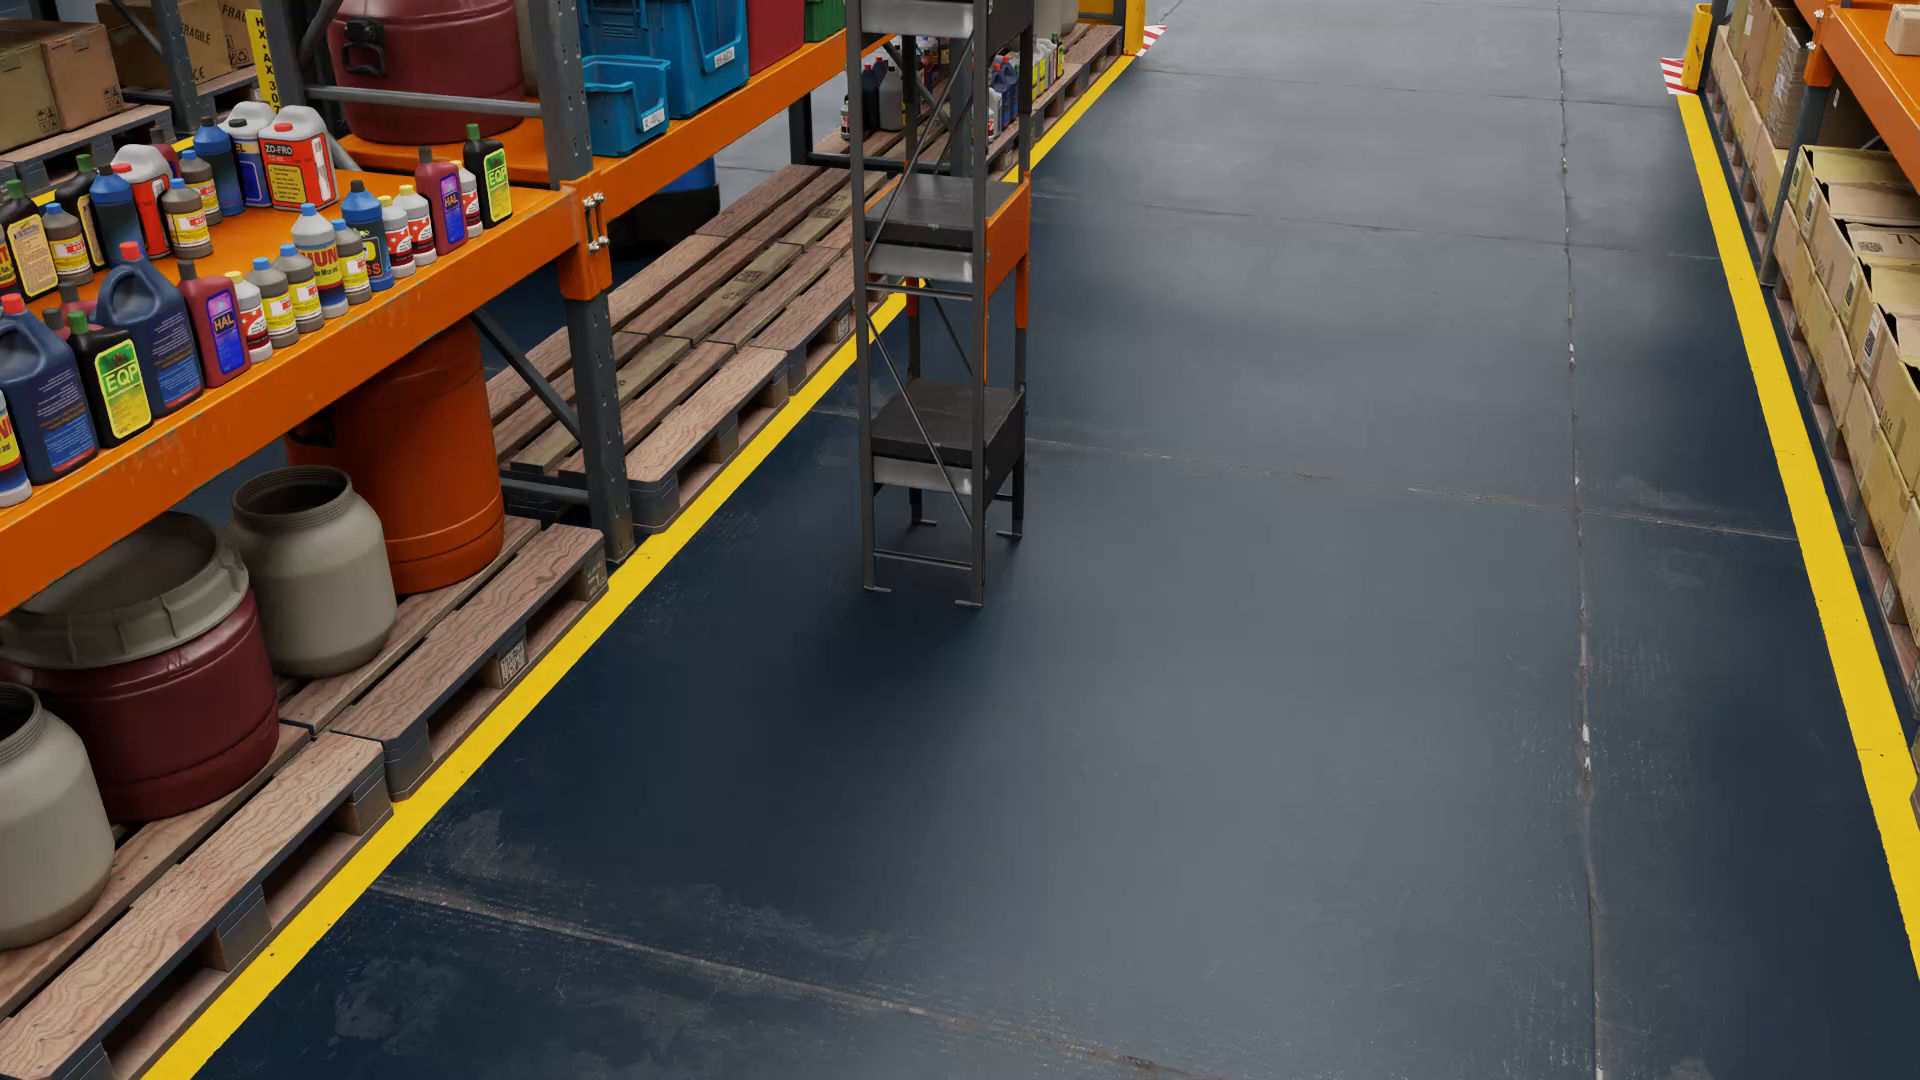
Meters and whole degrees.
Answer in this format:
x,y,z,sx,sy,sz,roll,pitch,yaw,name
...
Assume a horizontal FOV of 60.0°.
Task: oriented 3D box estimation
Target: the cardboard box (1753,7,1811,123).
x,y,z,sx,sy,sz,roll,pitch,yaw,name
4.532,-2.491,8.768,0.500,0.500,0.500,8,30,15,cardboard box

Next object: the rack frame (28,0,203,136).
x,y,z,sx,sy,sz,roll,pitch,yaw,name
-5.165,-3.887,9.651,1.000,3.000,0.127,8,30,15,rack frame

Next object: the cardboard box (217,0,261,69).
x,y,z,sx,sy,sz,roll,pitch,yaw,name
-4.849,-3.425,10.961,0.500,0.500,0.500,19,34,30,cardboard box

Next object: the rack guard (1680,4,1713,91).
x,y,z,sx,sy,sz,roll,pitch,yaw,name
5.485,-3.249,11.076,1.175,0.500,0.348,8,30,15,rack guard

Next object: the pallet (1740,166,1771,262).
x,y,z,sx,sy,sz,roll,pitch,yaw,name
4.577,-1.616,8.438,1.003,0.211,1.213,8,30,15,pallet

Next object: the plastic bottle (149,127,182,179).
x,y,z,sx,sy,sz,roll,pitch,yaw,name
-2.181,-0.969,4.526,0.061,0.283,0.133,8,30,15,plastic bottle

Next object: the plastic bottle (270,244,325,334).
x,y,z,sx,sy,sz,roll,pitch,yaw,name
-1.578,-0.601,3.949,0.097,0.201,0.097,0,29,0,plastic bottle

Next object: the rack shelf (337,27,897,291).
x,y,z,sx,sy,sz,roll,pitch,yaw,name
-1.018,-1.936,6.885,1.077,0.370,4.000,8,30,15,rack shelf

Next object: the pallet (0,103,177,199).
x,y,z,sx,sy,sz,roll,pitch,yaw,name
-5.393,-2.306,9.678,1.003,0.211,1.213,8,30,15,pallet

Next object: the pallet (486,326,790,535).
x,y,z,sx,sy,sz,roll,pitch,yaw,name
-1.340,-0.457,6.354,1.003,0.211,1.213,8,30,15,pallet

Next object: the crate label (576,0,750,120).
x,y,z,sx,sy,sz,roll,pitch,yaw,name
-1.055,-1.760,5.791,0.502,0.435,0.616,8,30,15,crate label

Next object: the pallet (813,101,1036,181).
x,y,z,sx,sy,sz,roll,pitch,yaw,name
-0.194,-2.268,9.609,1.003,0.211,1.213,8,30,15,pallet

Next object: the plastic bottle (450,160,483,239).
x,y,z,sx,sy,sz,roll,pitch,yaw,name
-1.367,-0.934,4.548,0.097,0.201,0.097,0,29,0,plastic bottle

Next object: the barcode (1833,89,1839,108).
x,y,z,sx,sy,sz,roll,pitch,yaw,name
3.830,-1.932,7.268,0.001,0.075,0.075,8,30,15,barcode

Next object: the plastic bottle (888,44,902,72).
x,y,z,sx,sy,sz,roll,pitch,yaw,name
-0.366,-2.794,9.960,0.144,0.351,0.185,8,30,15,plastic bottle

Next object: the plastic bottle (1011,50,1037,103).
x,y,z,sx,sy,sz,roll,pitch,yaw,name
0.383,-2.816,9.998,0.144,0.351,0.185,8,30,14,plastic bottle

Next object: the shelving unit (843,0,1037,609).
x,y,z,sx,sy,sz,roll,pitch,yaw,name
-0.049,-0.841,5.101,0.431,2.100,0.503,8,30,15,shelving unit

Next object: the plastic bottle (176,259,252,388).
x,y,z,sx,sy,sz,roll,pitch,yaw,name
-1.651,-0.490,3.665,0.061,0.283,0.133,8,30,15,plastic bottle

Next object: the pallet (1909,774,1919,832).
x,y,z,sx,sy,sz,roll,pitch,yaw,name
2.874,0.948,3.829,1.003,0.211,1.213,8,30,15,pallet

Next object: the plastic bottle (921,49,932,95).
x,y,z,sx,sy,sz,roll,pitch,yaw,name
-0.213,-2.825,10.084,0.061,0.283,0.133,8,30,15,plastic bottle

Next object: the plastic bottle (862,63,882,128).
x,y,z,sx,sy,sz,roll,pitch,yaw,name
-0.517,-2.555,9.530,0.144,0.351,0.185,8,30,14,plastic bottle

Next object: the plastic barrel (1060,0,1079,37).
x,y,z,sx,sy,sz,roll,pitch,yaw,name
0.623,-3.818,11.656,0.421,0.512,0.421,0,29,0,plastic barrel

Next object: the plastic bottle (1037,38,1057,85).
x,y,z,sx,sy,sz,roll,pitch,yaw,name
0.523,-3.012,10.427,0.152,0.276,0.135,9,30,15,plastic bottle

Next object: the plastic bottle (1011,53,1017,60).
x,y,z,sx,sy,sz,roll,pitch,yaw,name
0.358,-2.924,10.346,0.097,0.201,0.097,0,29,0,plastic bottle

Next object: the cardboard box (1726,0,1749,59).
x,y,z,sx,sy,sz,roll,pitch,yaw,name
4.962,-3.190,10.024,0.500,0.500,0.500,8,30,15,cardboard box

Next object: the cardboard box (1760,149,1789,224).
x,y,z,sx,sy,sz,roll,pitch,yaw,name
4.231,-1.700,8.117,0.500,0.250,0.500,8,30,15,cardboard box

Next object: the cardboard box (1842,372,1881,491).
x,y,z,sx,sy,sz,roll,pitch,yaw,name
3.349,-0.347,5.685,0.500,0.250,0.500,9,30,16,cardboard box

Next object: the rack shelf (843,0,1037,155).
x,y,z,sx,sy,sz,roll,pitch,yaw,name
-0.049,-1.440,4.768,0.431,0.518,0.480,8,30,15,rack shelf

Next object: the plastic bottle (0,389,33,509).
x,y,z,sx,sy,sz,roll,pitch,yaw,name
-1.850,-0.200,3.156,0.097,0.271,0.097,0,29,0,plastic bottle

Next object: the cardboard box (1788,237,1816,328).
x,y,z,sx,sy,sz,roll,pitch,yaw,name
3.797,-1.064,6.973,0.500,0.250,0.500,9,30,16,cardboard box

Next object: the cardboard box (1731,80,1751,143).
x,y,z,sx,sy,sz,roll,pitch,yaw,name
4.666,-2.398,9.371,0.500,0.250,0.500,8,30,15,cardboard box

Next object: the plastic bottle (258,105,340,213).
x,y,z,sx,sy,sz,roll,pitch,yaw,name
-1.895,-1.090,4.752,0.152,0.276,0.135,8,30,15,plastic bottle

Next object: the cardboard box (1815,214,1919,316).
x,y,z,sx,sy,sz,roll,pitch,yaw,name
3.641,-1.069,6.406,0.500,0.311,0.500,8,30,13,cardboard box

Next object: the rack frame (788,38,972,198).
x,y,z,sx,sy,sz,roll,pitch,yaw,name
-0.431,-3.180,8.381,1.000,3.000,0.127,8,30,15,rack frame

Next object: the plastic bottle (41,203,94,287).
x,y,z,sx,sy,sz,roll,pitch,yaw,name
-2.276,-0.752,4.221,0.097,0.201,0.097,0,29,0,plastic bottle

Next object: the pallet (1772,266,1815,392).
x,y,z,sx,sy,sz,roll,pitch,yaw,name
4.124,-0.905,7.159,1.003,0.211,1.213,8,30,15,pallet

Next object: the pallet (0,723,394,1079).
x,y,z,sx,sy,sz,roll,pitch,yaw,name
-2.156,0.835,4.032,1.003,0.211,1.213,8,30,15,pallet

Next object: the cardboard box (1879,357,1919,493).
x,y,z,sx,sy,sz,roll,pitch,yaw,name
3.194,-0.360,5.132,0.500,0.311,0.500,8,30,14,cardboard box

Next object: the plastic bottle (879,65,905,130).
x,y,z,sx,sy,sz,roll,pitch,yaw,name
-0.379,-2.534,9.493,0.144,0.351,0.185,8,30,15,plastic bottle

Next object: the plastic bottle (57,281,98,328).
x,y,z,sx,sy,sz,roll,pitch,yaw,name
-1.843,-0.425,3.548,0.061,0.283,0.133,8,30,15,plastic bottle

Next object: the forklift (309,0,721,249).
x,y,z,sx,sy,sz,roll,pitch,yaw,name
-2.783,-2.766,7.708,3.031,2.935,1.130,-9,30,-16,forklift

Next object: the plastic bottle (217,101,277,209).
x,y,z,sx,sy,sz,roll,pitch,yaw,name
-2.041,-1.112,4.791,0.152,0.276,0.135,8,30,15,plastic bottle

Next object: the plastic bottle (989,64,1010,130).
x,y,z,sx,sy,sz,roll,pitch,yaw,name
0.203,-2.530,9.486,0.144,0.351,0.185,9,30,16,plastic bottle

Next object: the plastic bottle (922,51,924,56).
x,y,z,sx,sy,sz,roll,pitch,yaw,name
-0.246,-2.958,10.408,0.097,0.201,0.097,0,29,0,plastic bottle

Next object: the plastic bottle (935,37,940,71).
x,y,z,sx,sy,sz,roll,pitch,yaw,name
-0.171,-3.143,10.657,0.061,0.283,0.133,9,30,16,plastic bottle

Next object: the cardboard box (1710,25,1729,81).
x,y,z,sx,sy,sz,roll,pitch,yaw,name
5.107,-3.095,10.624,0.500,0.250,0.500,8,30,15,cardboard box

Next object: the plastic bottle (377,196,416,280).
x,y,z,sx,sy,sz,roll,pitch,yaw,name
-1.463,-0.782,4.274,0.097,0.201,0.097,0,29,0,plastic bottle

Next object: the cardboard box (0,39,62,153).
x,y,z,sx,sy,sz,roll,pitch,yaw,name
-5.524,-2.485,9.251,0.700,0.500,0.500,8,30,15,cardboard box

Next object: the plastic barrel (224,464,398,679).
x,y,z,sx,sy,sz,roll,pitch,yaw,name
-1.812,0.088,4.634,0.421,0.512,0.421,0,29,0,plastic barrel
